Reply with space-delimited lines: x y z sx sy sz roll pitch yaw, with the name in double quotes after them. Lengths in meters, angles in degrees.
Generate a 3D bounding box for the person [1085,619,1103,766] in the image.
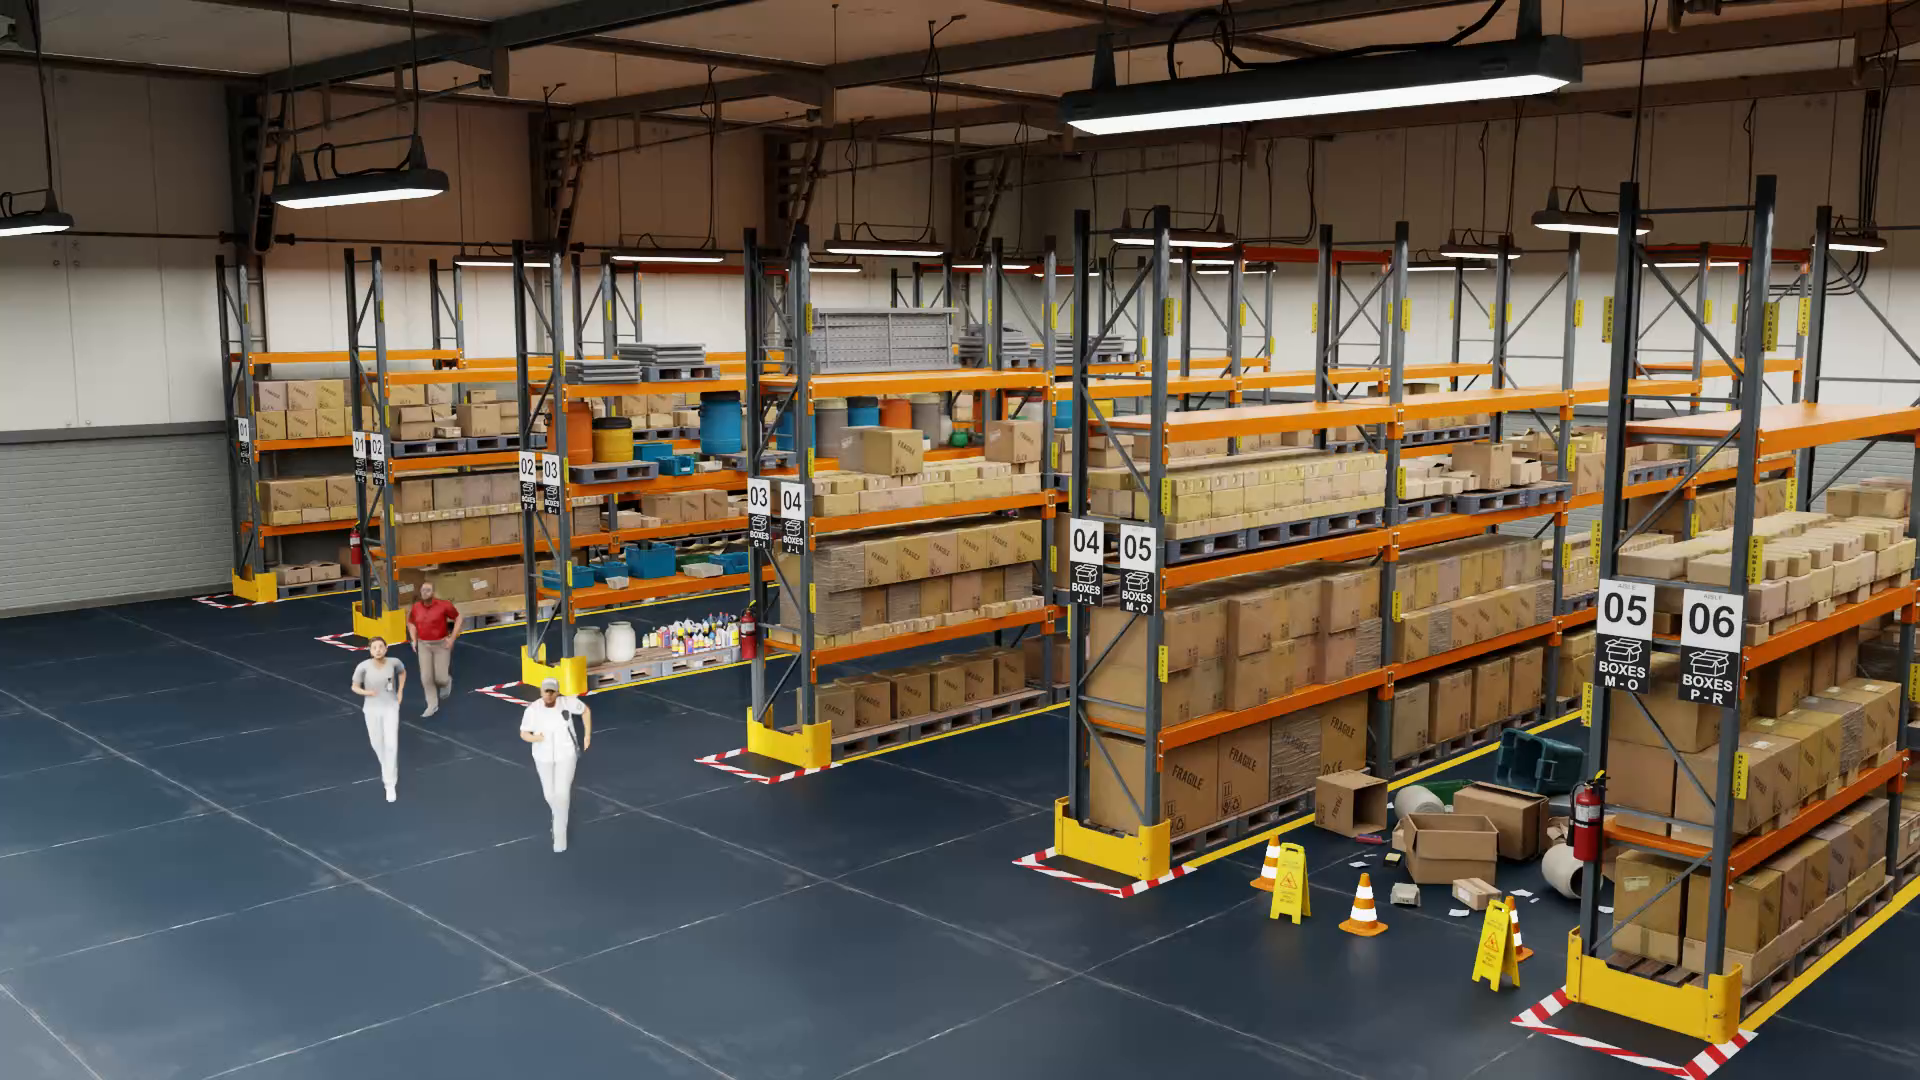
1.491 1.689 18.537 0.664 1.737 0.544 4 9 28 "person"

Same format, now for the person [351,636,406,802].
-6.184 1.861 17.738 0.534 1.690 1.009 -2 8 -13 "person"

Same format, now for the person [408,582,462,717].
-6.655 1.359 21.135 0.670 1.712 0.671 0 8 0 "person"

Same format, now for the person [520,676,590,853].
-3.868 2.112 15.934 0.627 1.695 0.815 -1 8 -6 "person"
